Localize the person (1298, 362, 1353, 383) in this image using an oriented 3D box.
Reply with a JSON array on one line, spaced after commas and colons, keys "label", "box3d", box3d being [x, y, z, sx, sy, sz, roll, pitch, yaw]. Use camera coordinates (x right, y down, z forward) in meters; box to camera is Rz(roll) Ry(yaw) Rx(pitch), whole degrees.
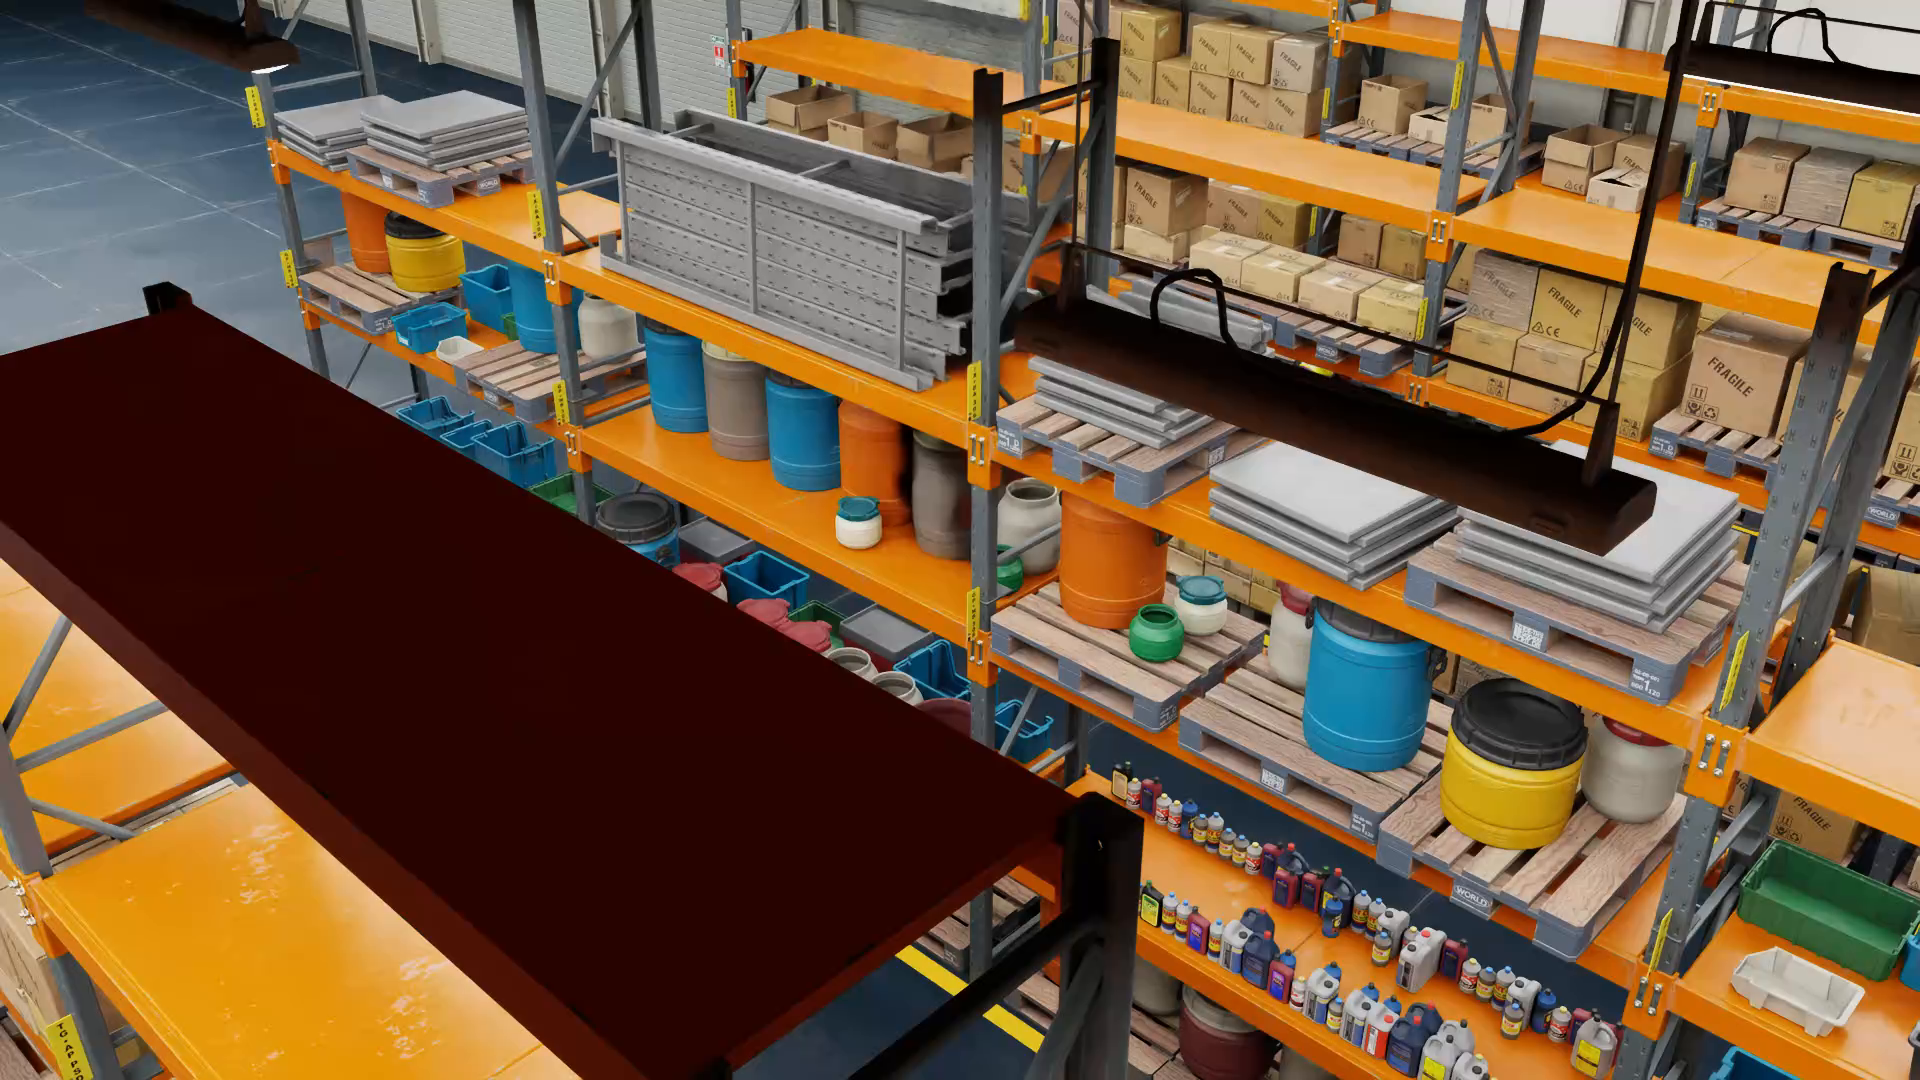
[{"label": "person", "box3d": [3.475, -1.281, 16.663, 0.946, 1.778, 0.693, 22, 36, 34]}]
